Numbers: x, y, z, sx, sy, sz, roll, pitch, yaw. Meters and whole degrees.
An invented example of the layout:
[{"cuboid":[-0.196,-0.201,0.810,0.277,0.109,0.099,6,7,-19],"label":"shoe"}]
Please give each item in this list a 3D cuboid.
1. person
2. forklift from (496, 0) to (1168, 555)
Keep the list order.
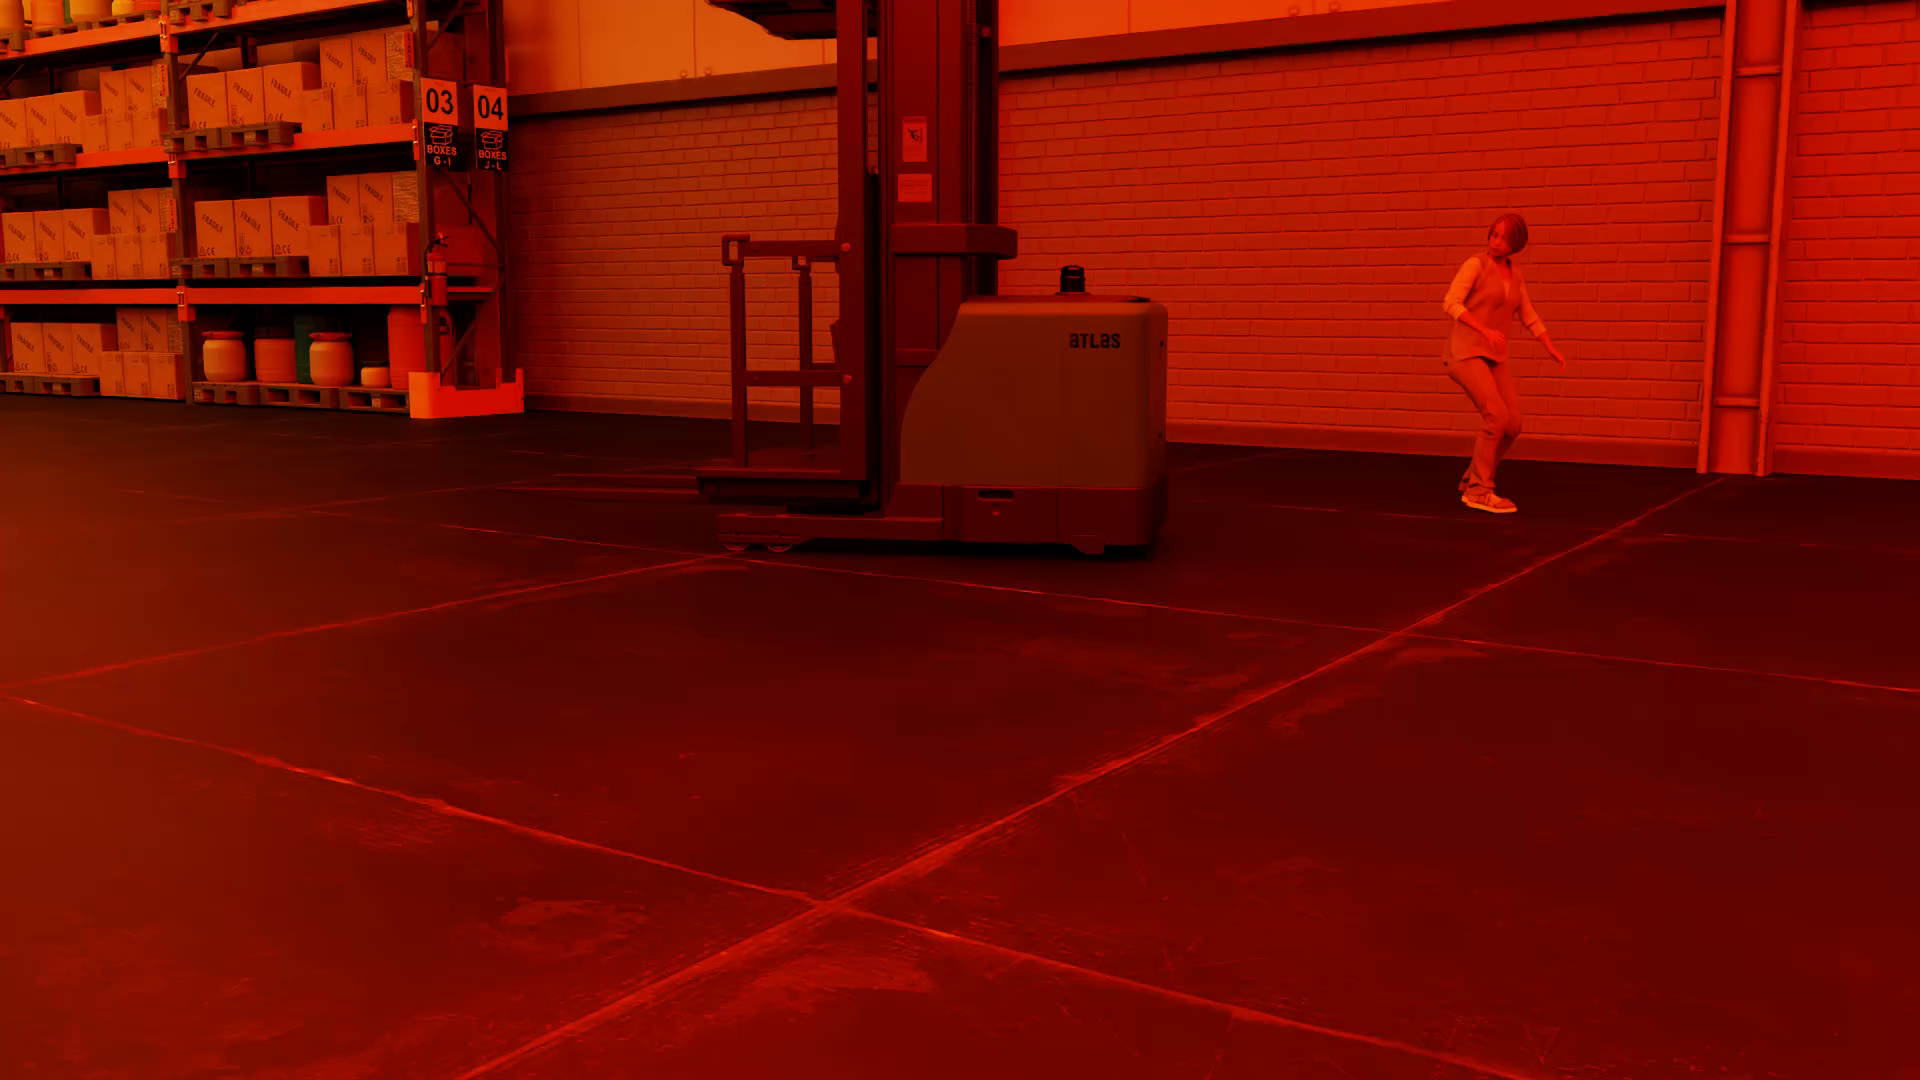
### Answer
[{"cuboid":[2.788,-0.910,8.641,0.656,1.545,0.484,-6,10,-37],"label":"person"},{"cuboid":[-0.596,-1.469,7.520,3.031,2.935,1.130,2,8,12],"label":"forklift"}]
